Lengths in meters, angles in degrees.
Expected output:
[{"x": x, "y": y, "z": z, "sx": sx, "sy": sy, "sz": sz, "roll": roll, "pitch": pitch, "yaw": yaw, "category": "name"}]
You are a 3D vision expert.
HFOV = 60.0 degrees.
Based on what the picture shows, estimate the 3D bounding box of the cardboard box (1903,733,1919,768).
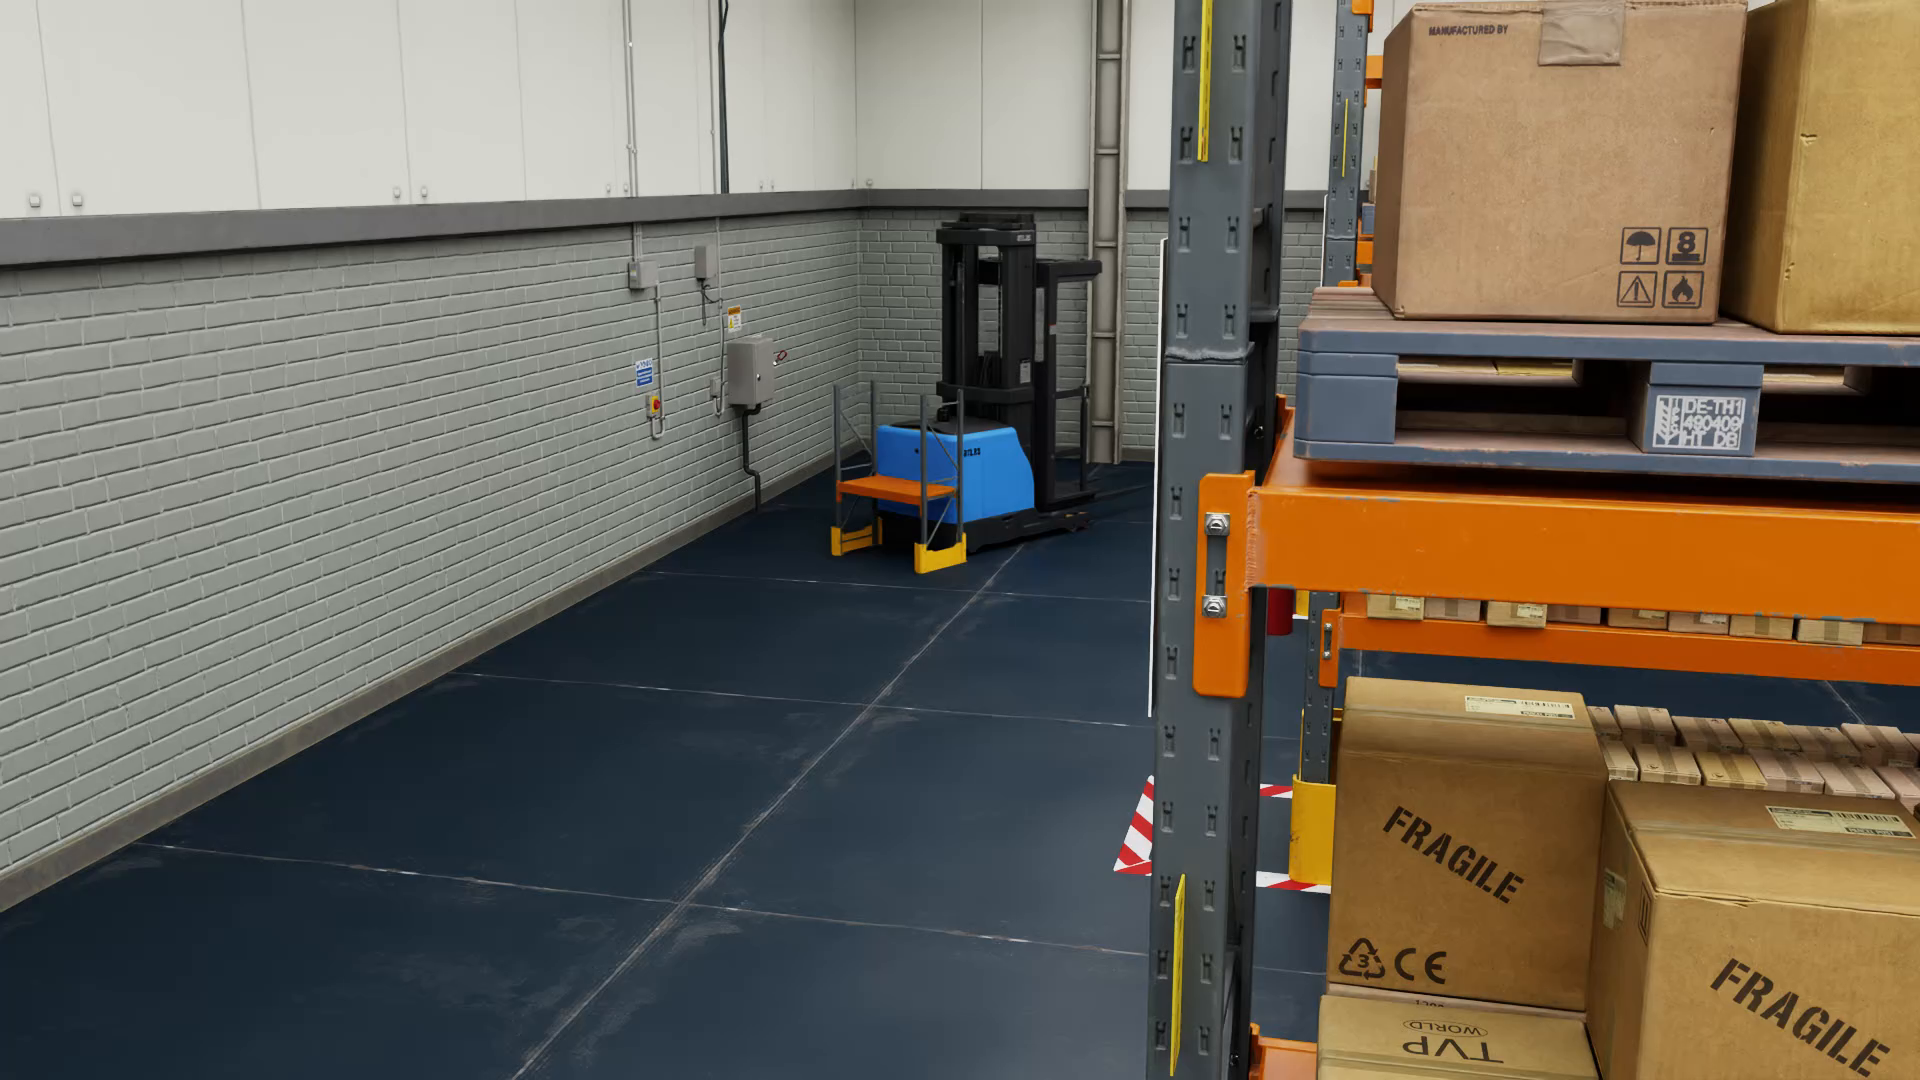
[{"x": 4.623, "y": 1.047, "z": 7.829, "sx": 0.250, "sy": 0.149, "sz": 0.380, "roll": 3, "pitch": 13, "yaw": 12, "category": "cardboard box"}]

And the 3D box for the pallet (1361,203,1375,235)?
[{"x": 3.604, "y": -2.388, "z": 12.352, "sx": 1.213, "sy": 0.211, "sz": 1.003, "roll": 3, "pitch": 13, "yaw": 14, "category": "pallet"}]

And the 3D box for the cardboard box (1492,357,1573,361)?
[{"x": 2.789, "y": -0.642, "z": 7.975, "sx": 0.500, "sy": 0.500, "sz": 0.500, "roll": 3, "pitch": 13, "yaw": 12, "category": "cardboard box"}]

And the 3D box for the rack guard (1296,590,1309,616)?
[{"x": 2.858, "y": 0.216, "z": 13.108, "sx": 0.348, "sy": 0.500, "sz": 1.175, "roll": 3, "pitch": 13, "yaw": 14, "category": "rack guard"}]

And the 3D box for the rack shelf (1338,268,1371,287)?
[{"x": 3.735, "y": -0.967, "z": 7.401, "sx": 4.000, "sy": 0.370, "sz": 1.077, "roll": 3, "pitch": 13, "yaw": 14, "category": "rack shelf"}]

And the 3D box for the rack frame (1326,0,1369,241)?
[{"x": 1.793, "y": -2.886, "z": 7.466, "sx": 0.127, "sy": 3.000, "sz": 1.000, "roll": 3, "pitch": 13, "yaw": 14, "category": "rack frame"}]

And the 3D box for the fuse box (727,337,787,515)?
[{"x": -1.954, "y": -1.096, "z": 16.225, "sx": 0.414, "sy": 1.711, "sz": 0.539, "roll": 3, "pitch": 13, "yaw": 14, "category": "fuse box"}]

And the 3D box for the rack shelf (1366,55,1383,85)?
[{"x": 4.823, "y": -3.282, "z": 11.835, "sx": 4.000, "sy": 0.370, "sz": 1.077, "roll": 3, "pitch": 13, "yaw": 14, "category": "rack shelf"}]

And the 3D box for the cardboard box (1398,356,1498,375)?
[{"x": 2.166, "y": -0.560, "z": 7.608, "sx": 0.500, "sy": 0.500, "sz": 0.500, "roll": 3, "pitch": 13, "yaw": 13, "category": "cardboard box"}]

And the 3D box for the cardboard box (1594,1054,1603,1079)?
[{"x": 1.414, "y": 1.116, "z": 2.939, "sx": 0.500, "sy": 0.250, "sz": 0.500, "roll": 3, "pitch": 13, "yaw": 13, "category": "cardboard box"}]

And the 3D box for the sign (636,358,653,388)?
[{"x": -2.670, "y": -1.416, "z": 14.067, "sx": 0.001, "sy": 0.218, "sz": 0.327, "roll": 3, "pitch": 13, "yaw": 14, "category": "sign"}]

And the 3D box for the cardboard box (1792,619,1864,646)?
[{"x": 3.808, "y": 0.341, "z": 7.350, "sx": 0.250, "sy": 0.149, "sz": 0.380, "roll": 3, "pitch": 13, "yaw": 15, "category": "cardboard box"}]

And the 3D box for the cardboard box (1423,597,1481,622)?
[{"x": 2.286, "y": 0.256, "z": 7.736, "sx": 0.250, "sy": 0.149, "sz": 0.380, "roll": 4, "pitch": 13, "yaw": 16, "category": "cardboard box"}]

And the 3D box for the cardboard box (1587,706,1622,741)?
[{"x": 3.116, "y": 0.952, "z": 8.257, "sx": 0.250, "sy": 0.149, "sz": 0.380, "roll": 3, "pitch": 13, "yaw": 11, "category": "cardboard box"}]

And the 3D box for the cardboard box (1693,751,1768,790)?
[{"x": 3.503, "y": 1.102, "z": 7.581, "sx": 0.250, "sy": 0.149, "sz": 0.380, "roll": 3, "pitch": 13, "yaw": 14, "category": "cardboard box"}]

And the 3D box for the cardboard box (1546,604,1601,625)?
[{"x": 2.819, "y": 0.265, "z": 7.692, "sx": 0.250, "sy": 0.149, "sz": 0.380, "roll": 4, "pitch": 13, "yaw": 16, "category": "cardboard box"}]

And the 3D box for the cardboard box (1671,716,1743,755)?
[{"x": 3.620, "y": 0.991, "z": 8.080, "sx": 0.250, "sy": 0.149, "sz": 0.380, "roll": 3, "pitch": 13, "yaw": 12, "category": "cardboard box"}]

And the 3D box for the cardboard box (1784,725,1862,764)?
[{"x": 4.111, "y": 1.020, "z": 7.951, "sx": 0.250, "sy": 0.149, "sz": 0.380, "roll": 3, "pitch": 13, "yaw": 11, "category": "cardboard box"}]

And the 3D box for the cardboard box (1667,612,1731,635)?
[{"x": 3.309, "y": 0.303, "z": 7.521, "sx": 0.250, "sy": 0.149, "sz": 0.380, "roll": 3, "pitch": 13, "yaw": 12, "category": "cardboard box"}]

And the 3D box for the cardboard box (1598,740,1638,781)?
[{"x": 2.992, "y": 1.062, "z": 7.760, "sx": 0.250, "sy": 0.149, "sz": 0.380, "roll": 2, "pitch": 13, "yaw": 11, "category": "cardboard box"}]

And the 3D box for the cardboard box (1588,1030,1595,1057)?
[{"x": 1.533, "y": 1.004, "z": 3.441, "sx": 0.500, "sy": 0.250, "sz": 0.500, "roll": 3, "pitch": 13, "yaw": 13, "category": "cardboard box"}]

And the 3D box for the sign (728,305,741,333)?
[{"x": -2.168, "y": -2.128, "z": 15.992, "sx": 0.001, "sy": 0.242, "sz": 0.339, "roll": 3, "pitch": 13, "yaw": 14, "category": "sign"}]

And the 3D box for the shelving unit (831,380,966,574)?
[{"x": -0.539, "y": -0.572, "z": 14.350, "sx": 1.083, "sy": 1.500, "sz": 0.587, "roll": 11, "pitch": 16, "yaw": 40, "category": "shelving unit"}]

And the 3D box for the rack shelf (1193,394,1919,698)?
[{"x": 2.449, "y": 0.071, "z": 2.724, "sx": 4.000, "sy": 0.370, "sz": 1.077, "roll": 3, "pitch": 13, "yaw": 14, "category": "rack shelf"}]

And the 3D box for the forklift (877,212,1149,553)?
[{"x": 0.617, "y": -1.572, "z": 15.552, "sx": 1.130, "sy": 2.935, "sz": 3.031, "roll": 12, "pitch": 17, "yaw": 42, "category": "forklift"}]

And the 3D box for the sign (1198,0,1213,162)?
[{"x": 0.368, "y": -0.733, "z": 2.486, "sx": 0.005, "sy": 0.325, "sz": 0.100, "roll": 3, "pitch": 13, "yaw": 14, "category": "sign"}]

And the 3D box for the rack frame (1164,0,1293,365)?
[{"x": 0.507, "y": -1.848, "z": 2.789, "sx": 0.127, "sy": 3.000, "sz": 1.000, "roll": 3, "pitch": 13, "yaw": 14, "category": "rack frame"}]

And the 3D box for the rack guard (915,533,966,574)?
[{"x": -0.165, "y": 0.109, "z": 14.165, "sx": 0.087, "sy": 0.250, "sz": 0.587, "roll": 11, "pitch": 16, "yaw": 40, "category": "rack guard"}]

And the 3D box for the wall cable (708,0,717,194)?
[{"x": -2.526, "y": -4.326, "z": 13.957, "sx": 0.029, "sy": 3.000, "sz": 2.355, "roll": 3, "pitch": 13, "yaw": 14, "category": "wall cable"}]

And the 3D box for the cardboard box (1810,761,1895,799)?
[{"x": 3.985, "y": 1.131, "z": 7.451, "sx": 0.250, "sy": 0.149, "sz": 0.380, "roll": 3, "pitch": 13, "yaw": 12, "category": "cardboard box"}]

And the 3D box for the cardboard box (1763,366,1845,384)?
[{"x": 3.652, "y": -0.478, "z": 7.237, "sx": 0.500, "sy": 0.500, "sz": 0.500, "roll": 3, "pitch": 13, "yaw": 12, "category": "cardboard box"}]

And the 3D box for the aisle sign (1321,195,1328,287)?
[{"x": 1.651, "y": -1.167, "z": 7.567, "sx": 0.004, "sy": 0.787, "sz": 0.394, "roll": 3, "pitch": 13, "yaw": 14, "category": "aisle sign"}]

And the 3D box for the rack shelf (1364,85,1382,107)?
[{"x": 6.009, "y": -4.520, "z": 16.498, "sx": 4.000, "sy": 0.370, "sz": 1.077, "roll": 3, "pitch": 13, "yaw": 14, "category": "rack shelf"}]

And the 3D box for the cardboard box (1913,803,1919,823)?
[{"x": 1.898, "y": 0.776, "z": 2.741, "sx": 0.500, "sy": 0.500, "sz": 0.500, "roll": 3, "pitch": 13, "yaw": 12, "category": "cardboard box"}]

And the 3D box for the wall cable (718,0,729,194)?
[{"x": -1.822, "y": -4.928, "z": 16.585, "sx": 0.133, "sy": 3.039, "sz": 2.988, "roll": 3, "pitch": 13, "yaw": 14, "category": "wall cable"}]

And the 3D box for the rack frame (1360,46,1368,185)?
[{"x": 4.067, "y": -4.976, "z": 16.887, "sx": 0.127, "sy": 3.000, "sz": 1.000, "roll": 3, "pitch": 13, "yaw": 14, "category": "rack frame"}]

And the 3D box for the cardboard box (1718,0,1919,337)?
[{"x": 1.542, "y": -0.616, "z": 2.730, "sx": 0.500, "sy": 0.500, "sz": 0.700, "roll": 3, "pitch": 13, "yaw": 11, "category": "cardboard box"}]

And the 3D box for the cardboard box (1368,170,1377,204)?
[{"x": 3.340, "y": -2.644, "z": 12.446, "sx": 0.500, "sy": 0.250, "sz": 0.500, "roll": 2, "pitch": 13, "yaw": 8, "category": "cardboard box"}]

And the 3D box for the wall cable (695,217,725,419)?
[{"x": -2.270, "y": -2.086, "z": 15.365, "sx": 0.122, "sy": 1.984, "sz": 0.588, "roll": 3, "pitch": 13, "yaw": 14, "category": "wall cable"}]

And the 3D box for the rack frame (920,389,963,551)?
[{"x": -0.150, "y": -0.498, "z": 14.018, "sx": 0.032, "sy": 1.500, "sz": 0.500, "roll": 11, "pitch": 16, "yaw": 40, "category": "rack frame"}]
